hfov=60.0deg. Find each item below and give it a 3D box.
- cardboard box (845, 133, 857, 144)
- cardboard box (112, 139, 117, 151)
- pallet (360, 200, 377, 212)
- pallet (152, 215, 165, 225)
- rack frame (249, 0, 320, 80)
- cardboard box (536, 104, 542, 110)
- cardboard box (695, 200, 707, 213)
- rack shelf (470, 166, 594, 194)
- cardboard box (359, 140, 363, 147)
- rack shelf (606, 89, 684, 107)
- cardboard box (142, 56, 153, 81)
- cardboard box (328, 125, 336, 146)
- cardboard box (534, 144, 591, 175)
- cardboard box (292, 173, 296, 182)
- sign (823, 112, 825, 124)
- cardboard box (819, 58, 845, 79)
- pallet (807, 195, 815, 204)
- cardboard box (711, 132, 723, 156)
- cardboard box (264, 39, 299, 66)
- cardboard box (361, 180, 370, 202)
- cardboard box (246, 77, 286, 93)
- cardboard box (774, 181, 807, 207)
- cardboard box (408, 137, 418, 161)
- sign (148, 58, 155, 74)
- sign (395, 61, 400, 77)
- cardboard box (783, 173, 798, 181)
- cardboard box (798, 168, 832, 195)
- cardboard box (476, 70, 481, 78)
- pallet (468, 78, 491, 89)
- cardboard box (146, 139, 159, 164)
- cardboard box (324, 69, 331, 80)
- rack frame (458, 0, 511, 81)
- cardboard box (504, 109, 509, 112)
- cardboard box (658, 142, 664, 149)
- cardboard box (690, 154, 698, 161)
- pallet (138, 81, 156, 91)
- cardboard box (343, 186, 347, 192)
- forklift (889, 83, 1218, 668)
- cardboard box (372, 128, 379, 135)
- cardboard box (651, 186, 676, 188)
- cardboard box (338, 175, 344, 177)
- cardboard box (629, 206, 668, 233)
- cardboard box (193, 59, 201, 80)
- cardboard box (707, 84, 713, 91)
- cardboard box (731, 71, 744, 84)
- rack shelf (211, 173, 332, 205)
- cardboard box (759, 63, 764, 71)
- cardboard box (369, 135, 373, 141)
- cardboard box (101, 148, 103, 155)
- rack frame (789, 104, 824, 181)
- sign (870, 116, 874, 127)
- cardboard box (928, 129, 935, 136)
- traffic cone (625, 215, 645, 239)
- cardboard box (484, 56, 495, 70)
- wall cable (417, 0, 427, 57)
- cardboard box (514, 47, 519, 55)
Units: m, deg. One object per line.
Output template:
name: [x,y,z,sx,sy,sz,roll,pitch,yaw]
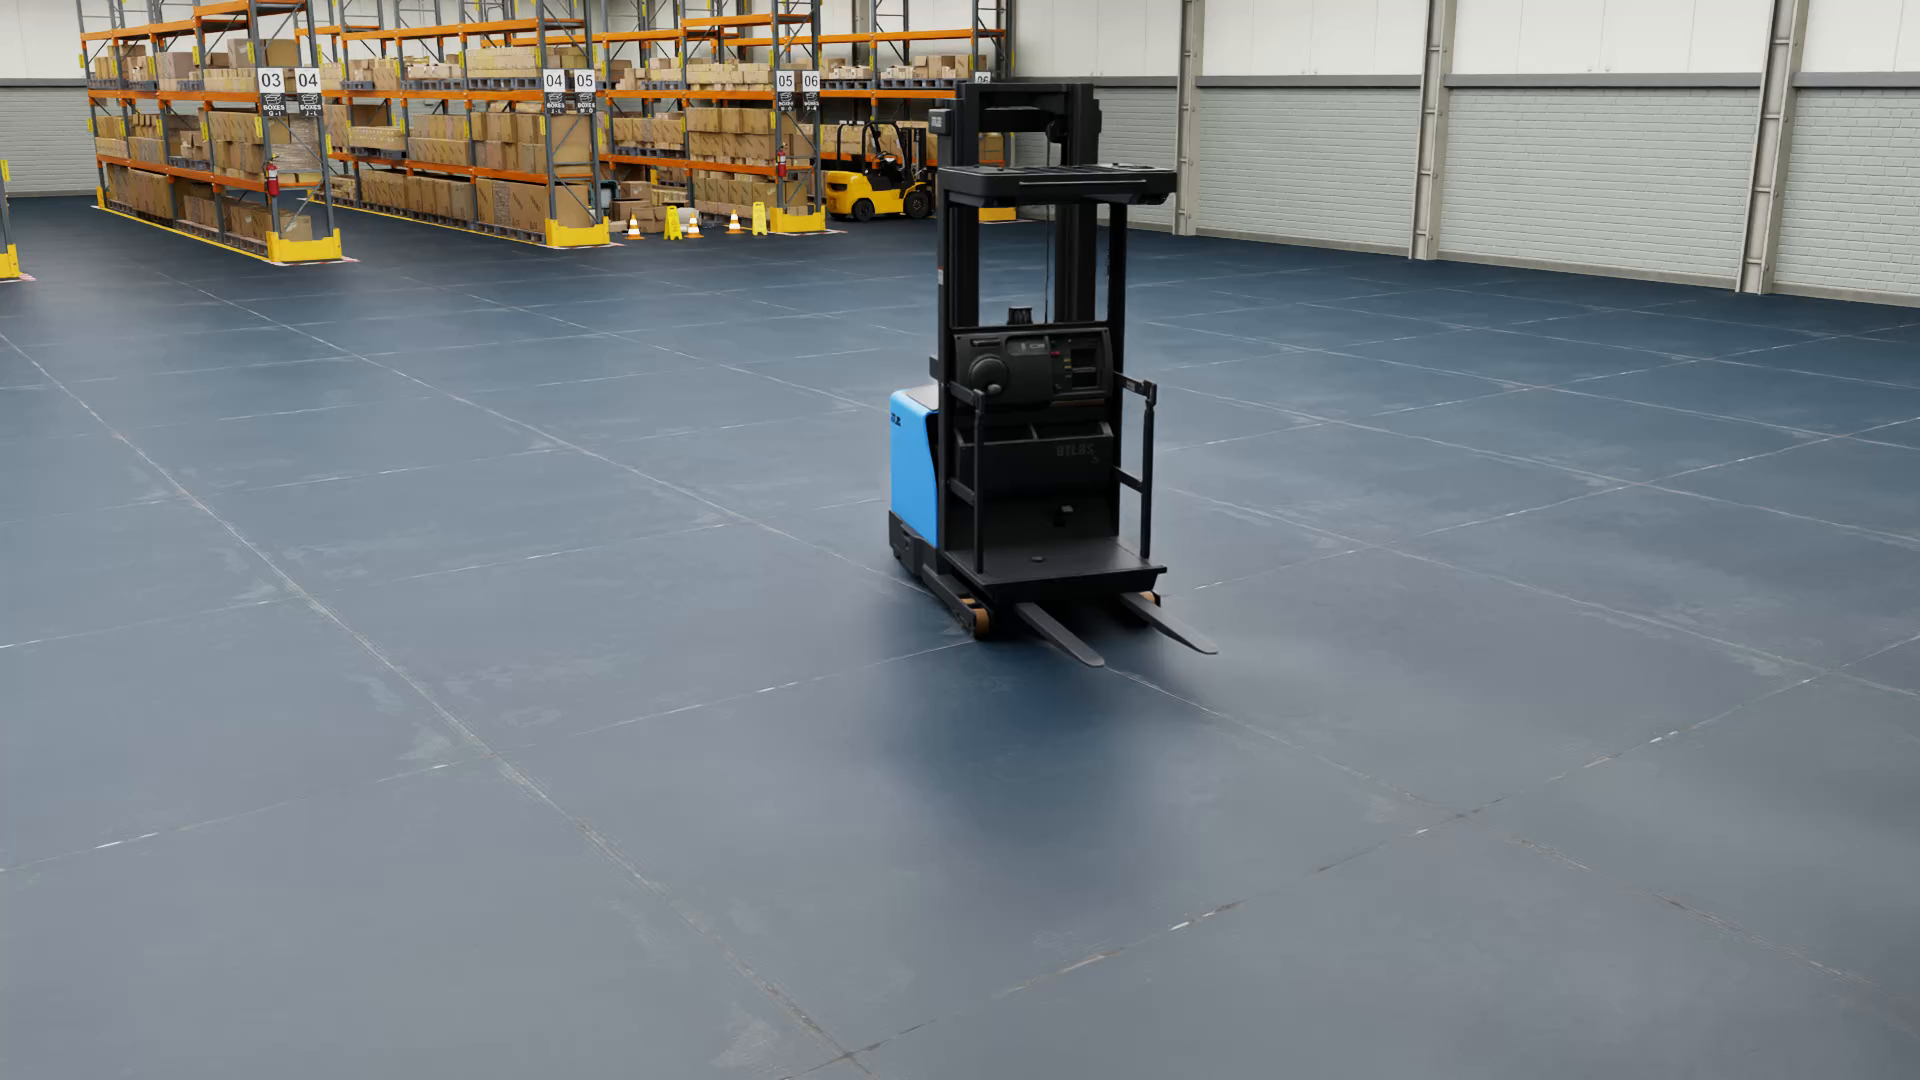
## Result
cardboard box: [-2.457,-9.820,40.609,0.500,0.250,0.500,-11,19,-36]
cardboard box: [-19.464,-9.220,38.800,0.500,0.250,0.500,-10,18,-33]
pallet: [-13.856,-8.113,40.319,1.003,0.211,1.213,-11,19,-35]
pallet: [-17.150,-7.117,36.680,1.003,0.211,1.213,-11,19,-35]
rack frame: [-11.330,-9.207,27.669,1.000,3.000,0.127,-11,19,-35]
cardboard box: [-10.809,-11.274,43.273,0.380,0.149,0.250,-11,19,-36]
cardboard box: [-5.538,-7.414,36.896,0.500,0.250,0.500,-12,19,-37]
rack shelf: [-8.435,-7.142,32.851,1.077,0.370,4.000,-11,19,-35]
cardboard box: [-13.997,-9.384,39.360,0.380,0.149,0.250,-11,19,-34]
rack shelf: [-6.842,-10.233,38.461,1.077,0.370,4.000,-11,19,-35]
cardboard box: [-17.030,-10.009,35.297,0.500,0.500,0.500,-10,18,-32]
cardboard box: [-15.423,-10.093,41.517,0.500,0.500,0.500,-11,19,-35]
cardboard box: [-7.514,-7.206,31.439,0.875,0.550,0.550,-11,19,-35]
cardboard box: [-11.437,-6.347,29.058,0.380,0.149,0.250,-11,19,-35]
sign: [-3.558,-10.977,43.305,0.100,0.325,0.005,-11,19,-35]
cardboard box: [-3.178,-11.667,41.165,0.500,0.500,0.500,-10,18,-33]
pallet: [-3.553,-8.804,42.844,1.003,0.211,1.213,-11,19,-35]
cardboard box: [-5.034,-8.547,35.871,0.500,0.500,0.500,-11,19,-35]
cardboard box: [-11.985,-8.552,29.258,0.500,0.500,0.500,-11,19,-35]
cardboard box: [-14.095,-8.422,40.105,0.500,0.500,0.500,-10,18,-32]
cardboard box: [-11.819,-7.751,28.317,0.500,0.250,0.500,-10,18,-33]
cardboard box: [-3.579,-7.310,35.094,0.500,0.500,0.500,-12,19,-36]
cardboard box: [-11.917,-8.680,36.920,0.500,0.500,0.500,-11,19,-34]
sign: [-16.488,-9.672,33.920,0.100,0.325,0.005,-11,19,-35]
sign: [-12.403,-10.382,36.666,0.100,0.325,0.005,-11,19,-35]
cardboard box: [-4.428,-9.385,43.623,0.500,0.500,0.500,-10,18,-33]
cardboard box: [-3.650,-9.253,42.904,0.875,0.625,0.625,-10,18,-33]
cardboard box: [-9.372,-9.253,33.011,0.380,0.149,0.250,-11,19,-35]
pallet: [-9.138,-9.144,33.287,1.003,0.211,1.213,-11,19,-35]
cardboard box: [-17.121,-8.355,35.730,0.500,0.500,0.500,-12,19,-36]
cardboard box: [-15.398,-11.522,41.148,0.500,0.250,0.500,-10,18,-32]
rack frame: [-9.611,-10.809,33.524,1.000,3.000,0.127,-11,19,-35]
cardboard box: [-12.052,-11.434,45.087,0.500,0.500,0.500,-11,19,-35]
cardboard box: [-6.666,-9.017,38.018,0.380,0.149,0.250,-11,19,-34]
cardboard box: [-5.740,-8.468,36.808,0.380,0.149,0.250,-11,19,-35]
pallet: [-16.456,-9.507,34.804,1.213,0.211,1.003,-10,18,-32]
cardboard box: [-15.098,-8.723,41.308,0.380,0.149,0.250,-12,19,-36]
forklift: [0.487,-0.996,9.163,1.130,2.935,3.031,-5,16,-18]
cardboard box: [-13.380,-9.448,38.468,0.380,0.149,0.250,-10,18,-32]
cardboard box: [-7.254,-8.217,39.597,0.950,0.372,0.625,-11,19,-36]
cardboard box: [-16.049,-9.456,43.423,0.380,0.149,0.250,-10,18,-33]
cardboard box: [-6.395,-6.630,34.346,0.637,0.503,0.797,4,16,13]
cardboard box: [-14.433,-9.184,32.274,0.797,0.503,0.637,-10,18,-32]
cardboard box: [-5.223,-9.767,35.872,0.380,0.149,0.250,-10,18,-33]
cardboard box: [-4.437,-9.655,34.707,0.500,0.250,0.500,-10,18,-33]
rack shelf: [-12.506,-6.394,30.117,1.077,0.370,4.000,-11,19,-35]
cardboard box: [-3.873,-9.649,33.933,0.380,0.149,0.250,-10,18,-34]
cardboard box: [-13.534,-9.360,38.709,0.380,0.149,0.250,-11,19,-36]
cardboard box: [-20.493,-9.373,40.114,0.380,0.149,0.250,-11,19,-36]
rack frame: [-4.005,-10.331,43.141,1.000,3.000,0.127,-11,19,-35]
sign: [-2.087,-9.911,39.562,0.100,0.325,0.005,-11,19,-35]
cardboard box: [-0.506,-9.285,37.899,0.380,0.149,0.250,-11,19,-34]
traffic cone: [-6.423,-6.172,32.750,0.336,0.463,0.334,-11,19,-35]
cardboard box: [-8.955,-9.322,32.506,0.500,0.250,0.500,-11,19,-35]
wall cable: [-16.294,-15.333,50.050,0.463,3.000,0.029,-11,19,-35]
cardboard box: [-8.181,-9.205,31.326,0.380,0.149,0.250,-10,18,-34]
